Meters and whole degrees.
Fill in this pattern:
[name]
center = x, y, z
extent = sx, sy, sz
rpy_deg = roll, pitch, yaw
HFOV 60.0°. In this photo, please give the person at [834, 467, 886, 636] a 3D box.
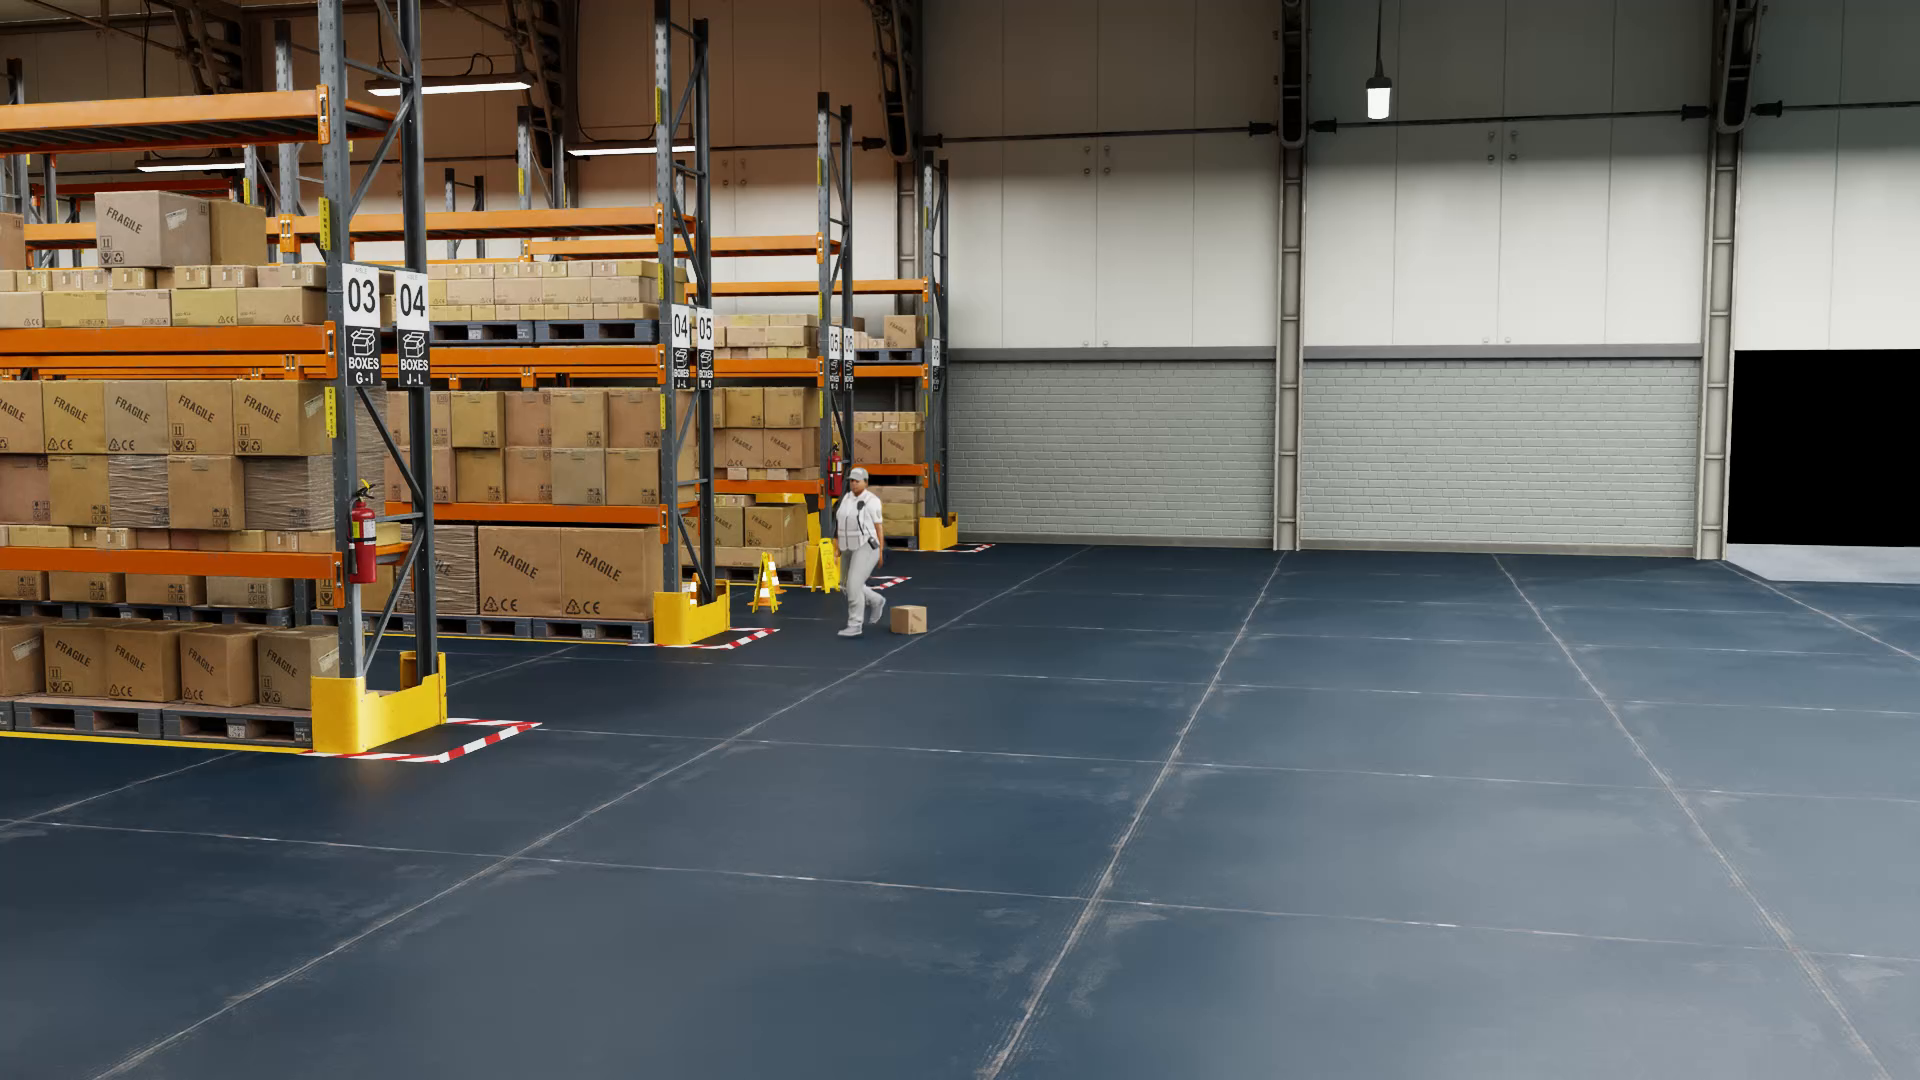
[person]
center = -0.952, 0.093, 16.320
extent = 0.481, 1.622, 0.849
rpy_deg = 4, 7, 40
